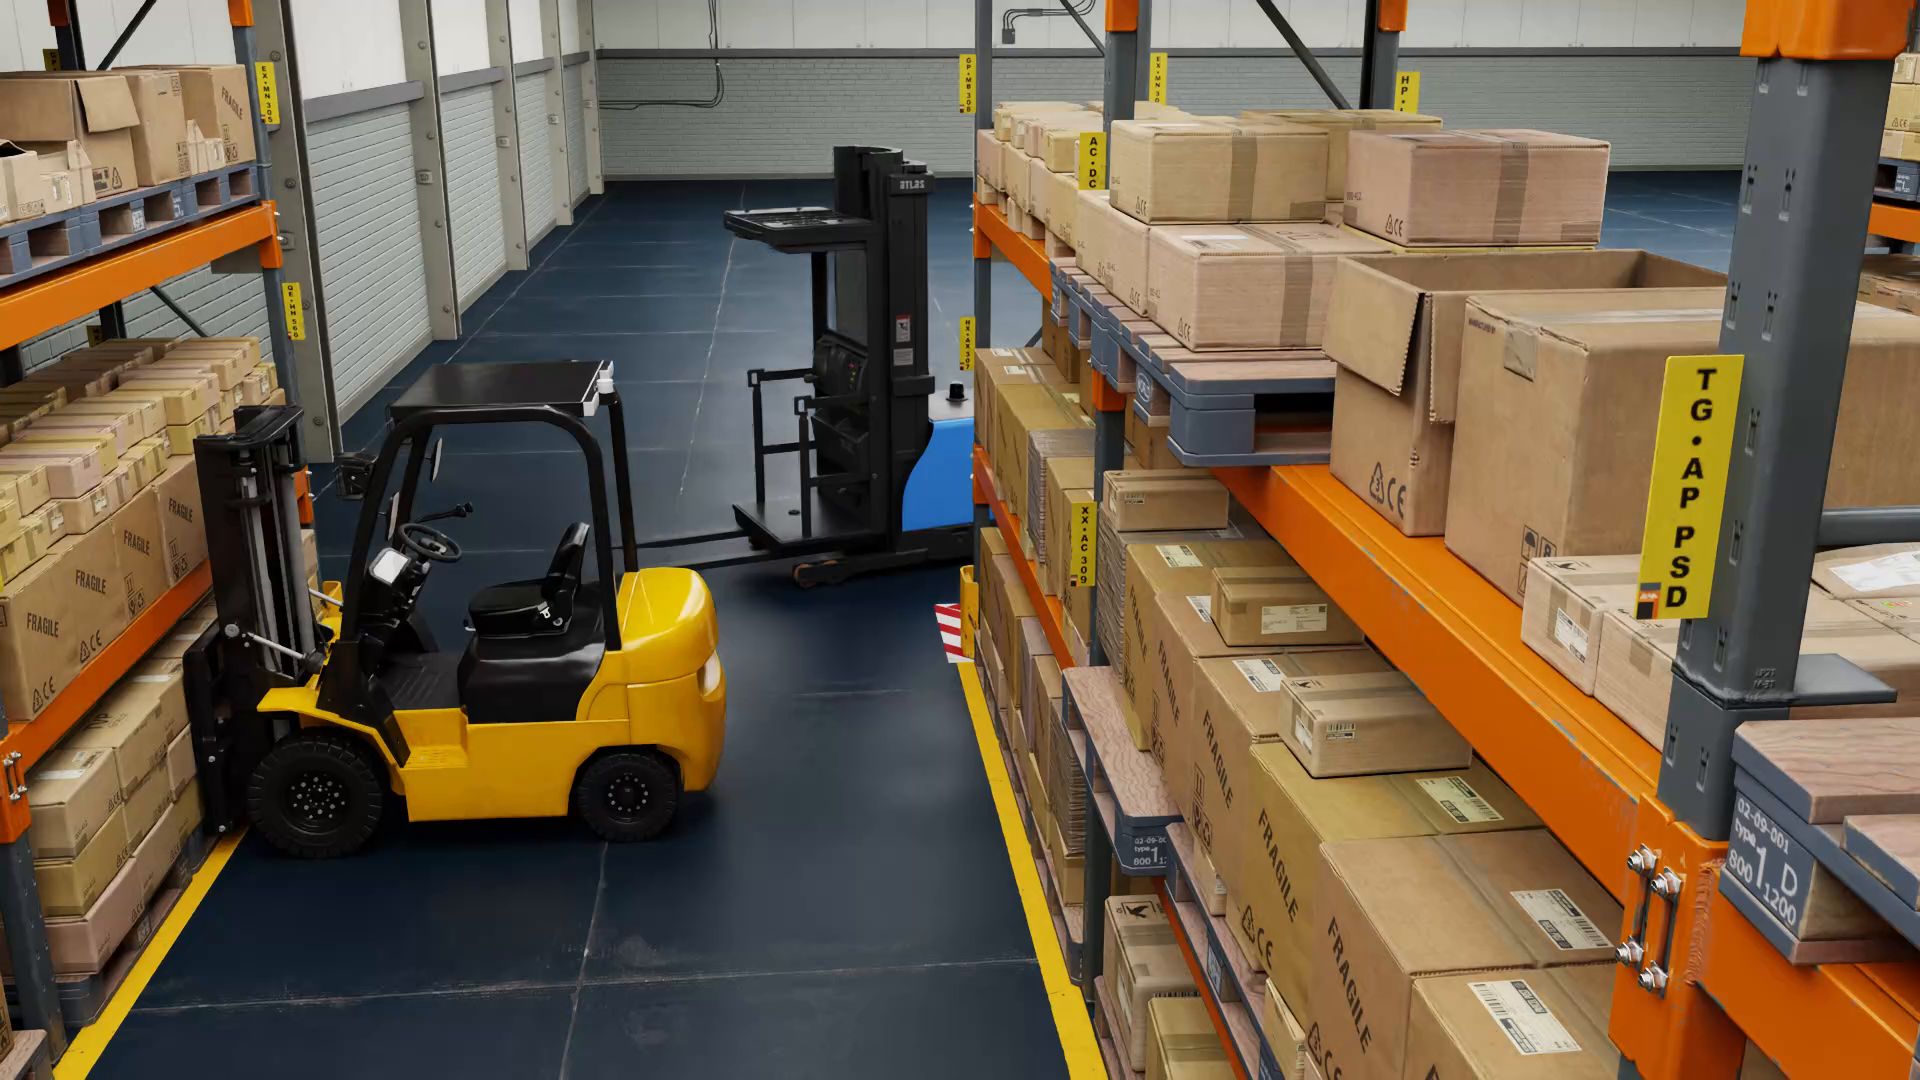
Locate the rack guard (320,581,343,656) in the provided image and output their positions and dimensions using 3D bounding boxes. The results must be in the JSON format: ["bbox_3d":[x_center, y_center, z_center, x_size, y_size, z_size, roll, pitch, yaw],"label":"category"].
[{"bbox_3d":[-4.351,0.559,10.063,1.175,0.500,0.348,-2,18,-6],"label":"rack guard"}]

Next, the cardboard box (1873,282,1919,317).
[{"bbox_3d":[5.572,-1.107,9.143,0.875,0.550,0.550,-2,18,-6],"label":"cardboard box"}]

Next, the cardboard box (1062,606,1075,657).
[{"bbox_3d":[0.632,0.370,6.910,0.380,0.149,0.250,-1,17,-4],"label":"cardboard box"}]

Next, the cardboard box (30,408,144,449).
[{"bbox_3d":[-3.929,-0.493,7.494,0.380,0.149,0.250,-2,18,-5],"label":"cardboard box"}]

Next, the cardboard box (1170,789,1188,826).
[{"bbox_3d":[0.850,0.739,5.033,0.380,0.149,0.250,-2,17,-5],"label":"cardboard box"}]

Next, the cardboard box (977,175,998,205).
[{"bbox_3d":[0.299,-1.984,9.399,0.380,0.149,0.250,-2,18,-6],"label":"cardboard box"}]

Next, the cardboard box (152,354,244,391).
[{"bbox_3d":[-3.992,-0.876,8.713,0.380,0.149,0.250,-1,17,-4],"label":"cardboard box"}]

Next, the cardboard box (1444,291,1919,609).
[{"bbox_3d":[1.325,-0.159,3.002,0.700,0.500,0.500,-2,18,-6],"label":"cardboard box"}]

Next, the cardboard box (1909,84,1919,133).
[{"bbox_3d":[5.402,-2.261,8.748,0.500,0.250,0.500,-2,18,-6],"label":"cardboard box"}]

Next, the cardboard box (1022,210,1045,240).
[{"bbox_3d":[0.504,-1.522,7.927,0.380,0.149,0.250,-2,18,-7],"label":"cardboard box"}]

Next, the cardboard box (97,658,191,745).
[{"bbox_3d":[-3.780,0.745,7.516,0.500,0.250,0.500,-1,17,-4],"label":"cardboard box"}]

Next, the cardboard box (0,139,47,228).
[{"bbox_3d":[-3.780,-1.327,6.169,0.500,0.311,0.500,-1,17,-5],"label":"cardboard box"}]

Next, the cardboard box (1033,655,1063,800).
[{"bbox_3d":[0.618,0.845,7.616,0.500,0.500,0.500,-1,17,-5],"label":"cardboard box"}]

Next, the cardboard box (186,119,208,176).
[{"bbox_3d":[-3.935,-1.929,8.162,0.396,0.266,0.258,-2,18,-5],"label":"cardboard box"}]

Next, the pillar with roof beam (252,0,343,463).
[{"bbox_3d":[-1.510,-5.174,14.135,9.100,9.000,0.400,-2,18,-6],"label":"pillar with roof beam"}]

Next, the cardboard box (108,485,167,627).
[{"bbox_3d":[-3.846,0.071,7.275,0.500,0.500,0.500,-2,18,-6],"label":"cardboard box"}]

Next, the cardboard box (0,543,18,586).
[{"bbox_3d":[-3.708,0.105,6.086,0.380,0.149,0.250,-2,18,-7],"label":"cardboard box"}]

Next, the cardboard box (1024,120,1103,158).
[{"bbox_3d":[0.496,-1.828,7.572,0.380,0.149,0.250,-2,17,-5],"label":"cardboard box"}]

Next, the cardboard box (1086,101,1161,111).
[{"bbox_3d":[0.916,-2.381,9.335,0.380,0.149,0.250,-2,18,-5],"label":"cardboard box"}]

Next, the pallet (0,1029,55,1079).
[{"bbox_3d":[-3.822,2.114,5.592,1.003,0.211,1.213,-2,18,-6],"label":"pallet"}]

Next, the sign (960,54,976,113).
[{"bbox_3d":[0.048,-2.613,9.524,0.100,0.325,0.005,-2,18,-6],"label":"sign"}]

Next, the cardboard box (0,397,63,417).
[{"bbox_3d":[-4.396,-0.558,7.699,0.380,0.149,0.250,-2,18,-5],"label":"cardboard box"}]

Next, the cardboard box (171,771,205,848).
[{"bbox_3d":[-3.793,1.219,7.677,0.500,0.250,0.500,-1,17,-5],"label":"cardboard box"}]

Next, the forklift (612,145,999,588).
[{"bbox_3d":[-1.034,-1.244,11.745,3.031,2.935,1.130,-8,19,-24],"label":"forklift"}]

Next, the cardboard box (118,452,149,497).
[{"bbox_3d":[-3.811,-0.278,7.304,0.380,0.149,0.250,-2,18,-7],"label":"cardboard box"}]

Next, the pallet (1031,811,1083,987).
[{"bbox_3d":[0.896,1.542,7.413,1.003,0.211,1.213,-2,18,-6],"label":"pallet"}]

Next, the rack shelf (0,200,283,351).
[{"bbox_3d":[-4.143,-1.119,7.426,1.077,0.370,4.000,-2,18,-6],"label":"rack shelf"}]

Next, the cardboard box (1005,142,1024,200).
[{"bbox_3d":[0.495,-1.821,8.216,0.500,0.250,0.500,-1,17,-4],"label":"cardboard box"}]

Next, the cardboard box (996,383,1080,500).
[{"bbox_3d":[0.471,-0.515,8.647,0.500,0.500,0.500,-2,18,-7],"label":"cardboard box"}]

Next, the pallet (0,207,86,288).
[{"bbox_3d":[-4.050,-1.077,6.241,1.003,0.211,1.213,-2,18,-6],"label":"pallet"}]

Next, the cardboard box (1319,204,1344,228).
[{"bbox_3d":[1.252,-0.829,4.851,0.500,0.250,0.500,-2,17,-5],"label":"cardboard box"}]

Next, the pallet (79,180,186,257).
[{"bbox_3d":[-4.173,-1.440,7.396,1.003,0.211,1.213,-2,18,-6],"label":"pallet"}]

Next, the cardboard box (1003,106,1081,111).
[{"bbox_3d":[0.428,-2.210,8.788,0.380,0.149,0.250,-2,18,-6],"label":"cardboard box"}]

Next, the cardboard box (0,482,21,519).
[{"bbox_3d":[-3.809,-0.113,6.282,0.380,0.149,0.250,-2,17,-5],"label":"cardboard box"}]

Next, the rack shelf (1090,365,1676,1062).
[{"bbox_3d":[1.207,-0.082,4.122,1.077,0.370,4.000,-2,18,-6],"label":"rack shelf"}]

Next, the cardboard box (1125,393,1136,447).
[{"bbox_3d":[1.115,-0.697,7.557,0.700,0.500,0.500,-2,18,-7],"label":"cardboard box"}]

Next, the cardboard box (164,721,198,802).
[{"bbox_3d":[-3.773,0.984,7.589,0.500,0.250,0.500,-2,18,-6],"label":"cardboard box"}]

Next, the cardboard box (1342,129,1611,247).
[{"bbox_3d":[1.314,-0.916,4.293,0.500,0.250,0.500,-1,17,-5],"label":"cardboard box"}]

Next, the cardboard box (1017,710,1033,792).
[{"bbox_3d":[0.559,1.044,8.233,0.500,0.250,0.500,-2,17,-5],"label":"cardboard box"}]

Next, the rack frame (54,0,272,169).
[{"bbox_3d":[-4.349,-3.489,8.767,1.000,3.000,0.127,-2,18,-6],"label":"rack frame"}]

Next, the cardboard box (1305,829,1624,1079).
[{"bbox_3d":[1.025,0.932,3.337,0.500,0.500,0.500,-2,18,-7],"label":"cardboard box"}]

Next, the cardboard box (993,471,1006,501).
[{"bbox_3d":[0.384,-0.320,9.109,0.380,0.149,0.250,-2,17,-5],"label":"cardboard box"}]

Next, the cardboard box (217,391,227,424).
[{"bbox_3d":[-3.998,-0.661,8.524,0.380,0.149,0.250,-2,18,-6],"label":"cardboard box"}]

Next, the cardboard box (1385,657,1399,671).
[{"bbox_3d":[1.431,0.609,4.366,0.500,0.500,0.500,-2,18,-8],"label":"cardboard box"}]

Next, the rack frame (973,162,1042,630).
[{"bbox_3d":[0.588,-0.781,10.158,1.000,3.000,0.127,-2,18,-6],"label":"rack frame"}]

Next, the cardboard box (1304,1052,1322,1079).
[{"bbox_3d":[0.957,1.205,3.550,0.380,0.149,0.250,-3,18,-8],"label":"cardboard box"}]

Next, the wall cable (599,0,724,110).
[{"bbox_3d":[-7.256,-11.629,39.879,3.097,2.526,0.112,-2,18,-6],"label":"wall cable"}]

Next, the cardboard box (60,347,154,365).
[{"bbox_3d":[-4.562,-0.938,8.911,0.380,0.149,0.250,-1,17,-4],"label":"cardboard box"}]

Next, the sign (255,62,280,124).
[{"bbox_3d":[-3.808,-2.455,9.136,0.100,0.325,0.005,-2,18,-6],"label":"sign"}]

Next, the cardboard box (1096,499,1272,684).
[{"bbox_3d":[0.764,0.169,5.766,0.500,0.500,0.500,-1,17,-4],"label":"cardboard box"}]

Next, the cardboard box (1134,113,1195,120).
[{"bbox_3d":[0.943,-1.999,8.116,0.380,0.149,0.250,-2,18,-7],"label":"cardboard box"}]
